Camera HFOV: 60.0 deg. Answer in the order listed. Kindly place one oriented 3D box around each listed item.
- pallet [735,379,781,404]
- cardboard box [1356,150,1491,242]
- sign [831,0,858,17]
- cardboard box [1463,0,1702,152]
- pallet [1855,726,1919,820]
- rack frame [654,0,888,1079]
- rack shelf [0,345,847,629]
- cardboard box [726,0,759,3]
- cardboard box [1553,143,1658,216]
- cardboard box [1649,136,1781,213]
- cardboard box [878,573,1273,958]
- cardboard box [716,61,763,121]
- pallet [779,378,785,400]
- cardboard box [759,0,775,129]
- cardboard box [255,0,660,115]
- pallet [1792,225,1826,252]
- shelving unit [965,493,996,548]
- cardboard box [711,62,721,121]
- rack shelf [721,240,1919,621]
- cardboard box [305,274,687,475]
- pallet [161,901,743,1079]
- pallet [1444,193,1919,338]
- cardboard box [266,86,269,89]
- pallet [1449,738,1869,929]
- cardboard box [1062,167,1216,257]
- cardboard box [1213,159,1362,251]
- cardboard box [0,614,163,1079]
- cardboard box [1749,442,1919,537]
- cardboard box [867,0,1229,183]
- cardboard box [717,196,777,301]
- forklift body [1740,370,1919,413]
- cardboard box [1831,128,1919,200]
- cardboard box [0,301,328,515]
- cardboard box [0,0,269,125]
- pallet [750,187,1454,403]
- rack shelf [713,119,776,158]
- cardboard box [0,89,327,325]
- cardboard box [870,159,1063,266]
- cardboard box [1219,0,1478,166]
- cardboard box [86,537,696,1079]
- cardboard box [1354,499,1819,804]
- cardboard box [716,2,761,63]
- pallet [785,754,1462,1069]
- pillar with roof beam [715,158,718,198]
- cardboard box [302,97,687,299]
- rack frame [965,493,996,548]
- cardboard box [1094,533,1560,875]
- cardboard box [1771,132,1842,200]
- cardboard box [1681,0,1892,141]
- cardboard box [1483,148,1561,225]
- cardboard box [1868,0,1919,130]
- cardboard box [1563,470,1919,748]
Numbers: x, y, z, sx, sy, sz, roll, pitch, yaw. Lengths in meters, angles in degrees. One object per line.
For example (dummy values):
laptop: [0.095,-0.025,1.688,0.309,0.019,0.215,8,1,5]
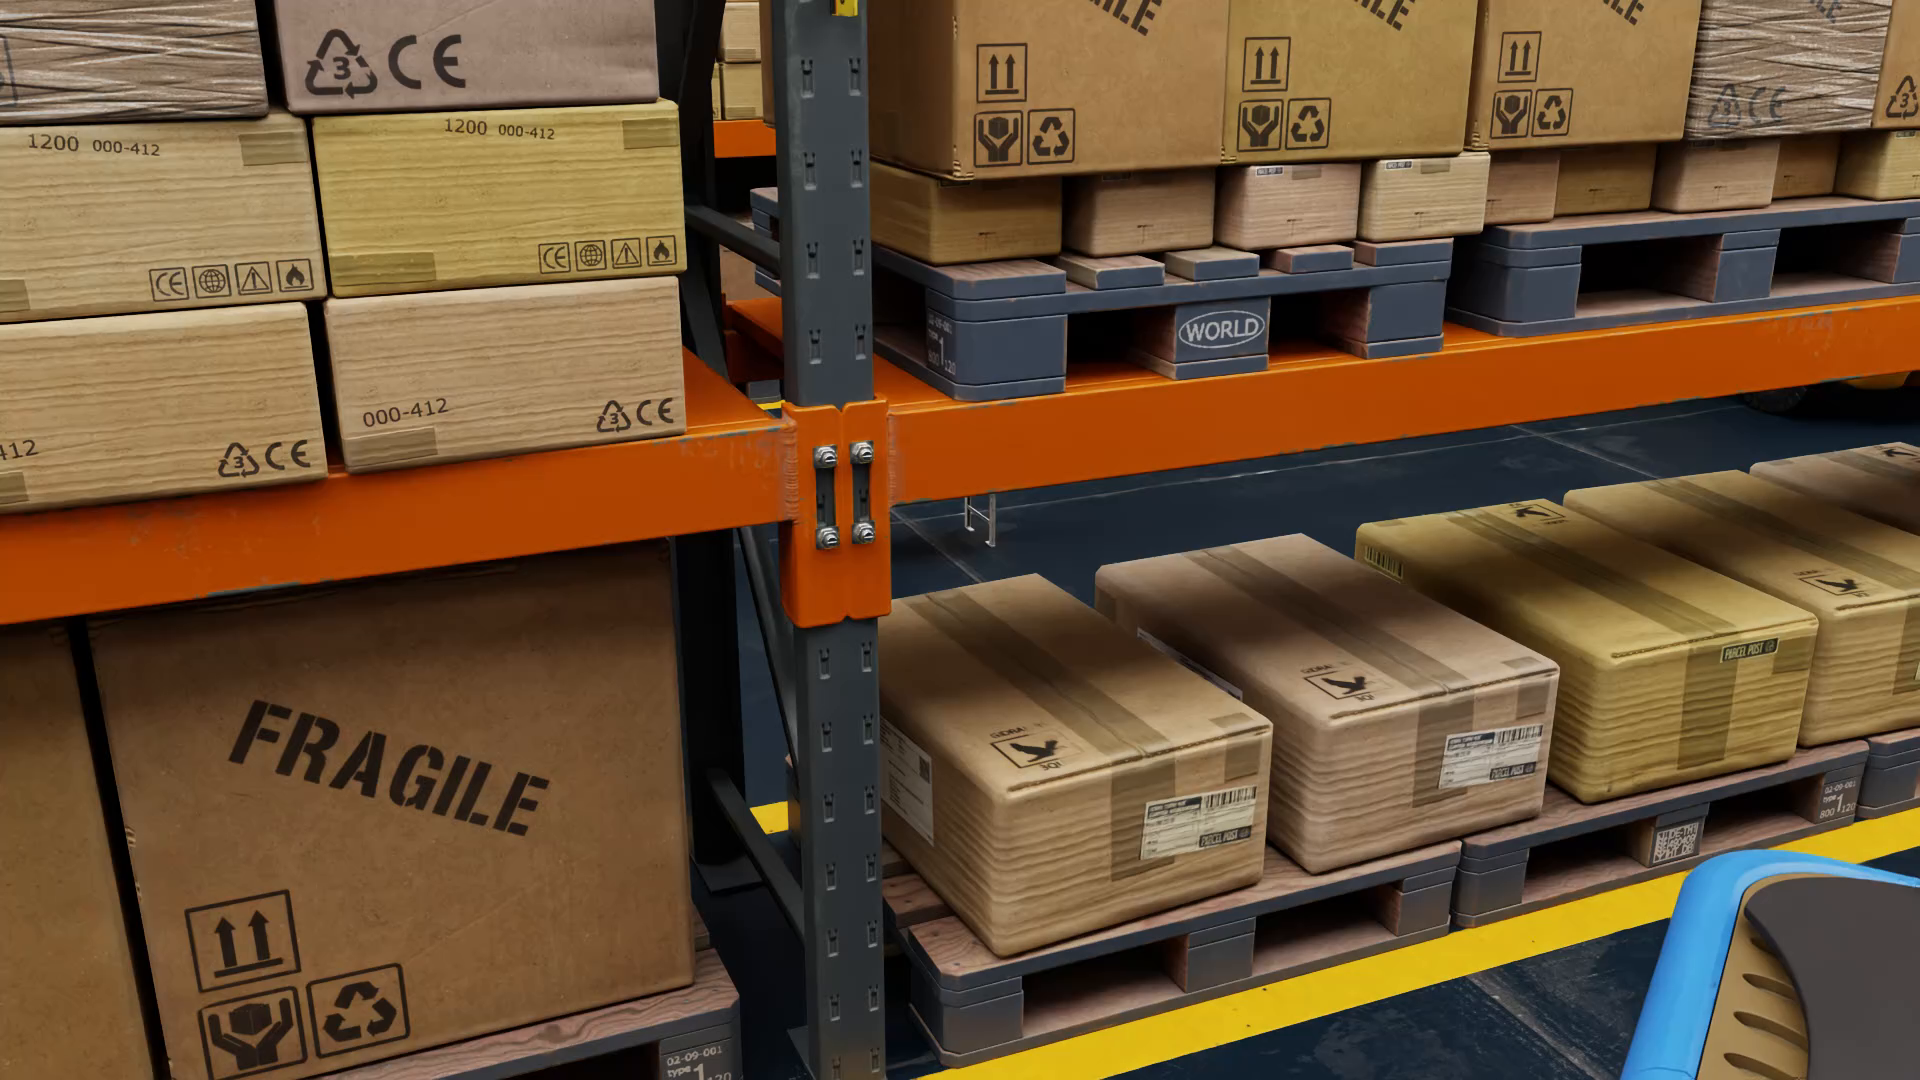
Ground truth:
pallet: [-1.589,-0.829,8.058,1.213,0.211,1.003,-8,21,-22]
cardboard box: [0.785,-0.679,3.180,0.250,0.149,0.380,-8,21,-22]
sign: [-0.167,-0.912,2.352,0.005,0.325,0.100,-8,21,-22]
cardboard box: [1.075,-1.051,3.261,0.500,0.500,0.500,-8,21,-21]
pallet: [2.568,0.357,4.689,1.213,0.211,1.003,-8,21,-22]
rack frame: [-0.390,-0.535,3.024,0.127,3.000,1.000,-8,21,-22]
rack shelf: [-2.227,0.068,2.396,4.000,0.370,1.077,-8,21,-22]
cardboard box: [-1.026,-2.510,7.508,0.250,0.149,0.380,-8,21,-21]
cardboard box: [1.219,-0.784,3.477,0.250,0.149,0.380,-7,21,-20]
cardboard box: [1.485,-0.798,3.518,0.250,0.149,0.380,-7,21,-20]
cardboard box: [0.132,0.436,3.593,0.625,0.372,0.950,-10,22,-26]
cardboard box: [-0.922,-2.095,7.682,0.500,0.250,0.500,-9,21,-24]
pallet: [-0.470,-0.988,8.510,1.213,0.211,1.003,-8,21,-22]
cardboard box: [-0.083,-1.065,3.298,0.500,0.500,0.500,-9,21,-23]
cardboard box: [-0.761,-0.906,2.421,0.500,0.500,0.500,-9,21,-23]
pallet: [2.523,-0.914,4.390,1.213,0.211,1.003,-8,21,-22]
shelving unit: [-0.152,-0.544,5.761,0.503,1.200,0.258,-8,21,-22]
cardboard box: [-1.392,-2.025,7.484,0.500,0.250,0.500,-9,21,-23]
rack shelf: [1.446,-0.458,3.890,4.000,0.370,1.077,-8,21,-22]
cardboard box: [-0.752,-0.318,2.635,0.500,0.250,0.500,-9,21,-24]
pallet: [-1.144,0.862,3.257,1.213,0.211,1.003,-8,21,-22]
pallet: [1.411,-0.717,3.831,1.213,0.211,1.003,-8,21,-22]
cardboard box: [-1.392,-0.995,2.675,0.500,0.500,0.500,-8,21,-22]
pallet: [1.446,0.519,4.230,1.213,0.211,1.003,-8,21,-22]
cardboard box: [0.255,-0.627,3.032,0.250,0.149,0.380,-10,22,-25]
cardboard box: [0.524,-0.649,3.095,0.250,0.149,0.380,-10,22,-25]
cardboard box: [-1.878,0.451,2.791,0.875,0.875,0.875,-8,21,-21]
cardboard box: [2.802,0.050,4.687,0.625,0.372,0.950,-8,21,-21]
cardboard box: [0.115,-0.909,2.856,0.500,0.500,0.500,-9,21,-23]
cardboard box: [-1.185,-1.292,8.118,0.625,0.625,0.875,-7,21,-20]
forklift body: [3.967,-1.894,8.163,1.214,2.155,2.313,-8,21,-22]
cardboard box: [1.977,-0.859,3.690,0.250,0.149,0.380,-8,21,-22]
cardboard box: [-1.215,-0.246,2.430,0.500,0.250,0.500,-8,21,-21]
cardboard box: [-1.229,-0.836,2.222,0.500,0.500,0.500,-8,21,-21]
pallet: [0.222,-0.570,3.414,1.003,0.211,1.213,-8,21,-22]
rack shelf: [-0.523,-1.971,8.188,4.000,0.370,1.077,-8,21,-22]
cardboard box: [-1.204,-0.490,2.370,0.500,0.250,0.500,-9,21,-23]
cardboard box: [-0.018,-0.600,2.956,0.250,0.149,0.380,-9,22,-25]
cardboard box: [0.590,-0.979,3.056,0.500,0.500,0.500,-7,21,-19]
cardboard box: [-1.057,0.335,3.121,0.875,0.875,0.875,-8,21,-22]
cardboard box: [1.505,0.238,4.154,0.625,0.372,0.950,-7,21,-20]
cardboard box: [-0.908,-2.325,7.583,0.500,0.250,0.500,-9,21,-23]
pallet: [0.328,0.678,3.777,1.213,0.211,1.003,-8,21,-22]
pillar with roof beam: [0.185,-4.011,3.864,0.400,9.000,9.100,-8,21,-22]
cardboard box: [-0.734,-0.558,2.564,0.500,0.250,0.500,-8,21,-22]
rack frame: [0.072,-0.576,5.852,0.015,1.200,0.240,-8,21,-22]
cardboard box: [0.807,0.336,3.875,0.625,0.372,0.950,-9,21,-23]
cardboard box: [1.694,-0.855,3.681,0.250,0.149,0.380,-9,21,-24]
cardboard box: [1.537,-1.115,3.441,0.500,0.500,0.500,-9,21,-24]
cardboard box: [0.975,-0.734,3.337,0.250,0.149,0.380,-7,21,-19]
cardboard box: [2.018,-1.184,3.637,0.500,0.500,0.500,-7,21,-20]
cardboard box: [2.143,0.146,4.415,0.625,0.372,0.950,-7,21,-19]
